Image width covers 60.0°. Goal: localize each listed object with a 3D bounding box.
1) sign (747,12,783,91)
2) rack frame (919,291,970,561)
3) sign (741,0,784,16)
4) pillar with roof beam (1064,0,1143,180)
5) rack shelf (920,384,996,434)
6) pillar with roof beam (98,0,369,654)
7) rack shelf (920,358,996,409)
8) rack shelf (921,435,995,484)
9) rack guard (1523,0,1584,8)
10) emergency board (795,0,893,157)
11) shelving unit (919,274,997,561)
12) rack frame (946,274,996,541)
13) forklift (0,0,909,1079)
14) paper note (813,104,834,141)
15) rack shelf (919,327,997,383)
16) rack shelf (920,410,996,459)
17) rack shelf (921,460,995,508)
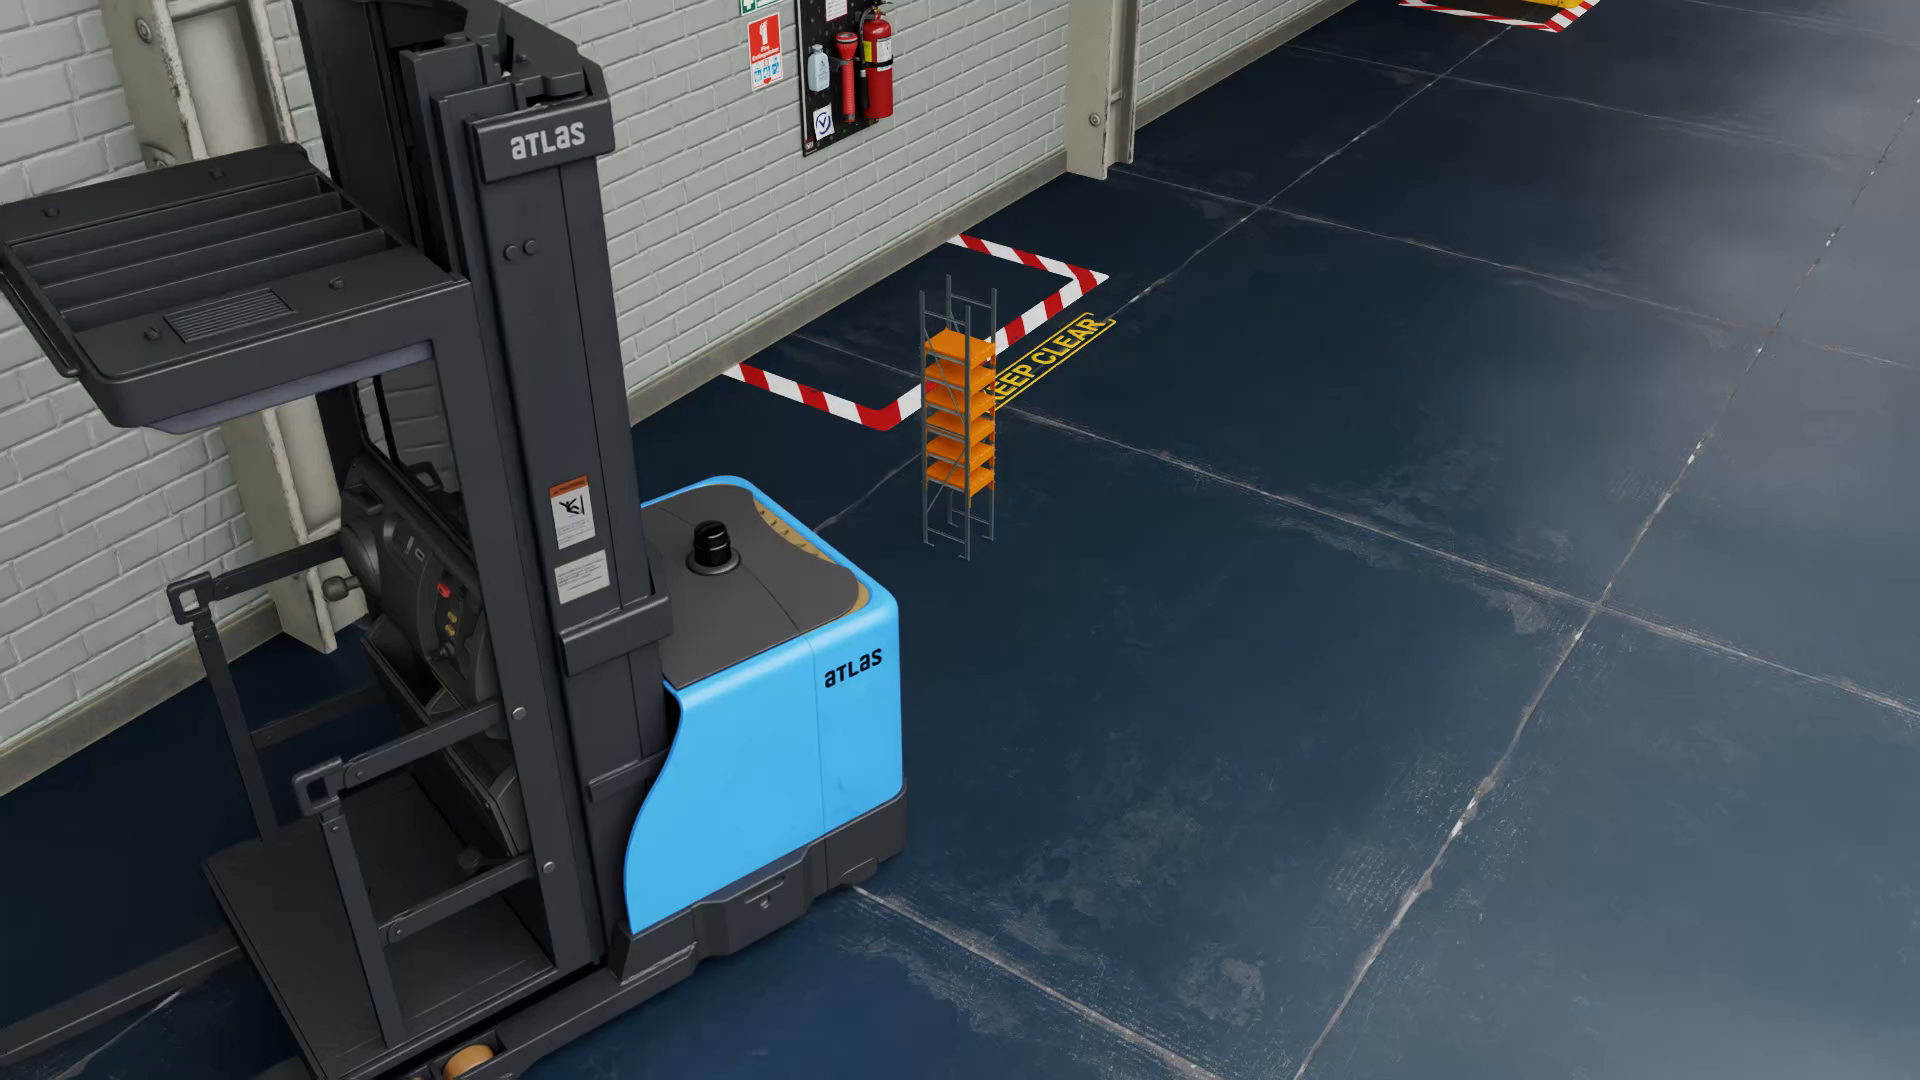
[{"bbox_3d":[-0.939,-2.359,8.028,0.001,0.329,0.234,21,39,28],"label":"sign"},{"bbox_3d":[-0.060,-0.448,6.842,0.240,1.200,0.006,21,39,28],"label":"rack frame"},{"bbox_3d":[-0.929,-2.577,7.879,0.001,0.109,0.331,21,39,28],"label":"sign"},{"bbox_3d":[4.438,-4.801,6.316,9.100,9.000,0.400,21,39,28],"label":"pillar with roof beam"},{"bbox_3d":[-0.008,-0.553,6.862,0.258,0.103,0.180,21,39,28],"label":"rack shelf"},{"bbox_3d":[1.017,-2.039,2.233,9.100,9.000,0.400,21,39,28],"label":"pillar with roof beam"},{"bbox_3d":[-0.008,-0.652,6.794,0.258,0.103,0.180,21,39,28],"label":"rack shelf"},{"bbox_3d":[-0.008,-0.354,6.996,0.258,0.103,0.180,21,39,28],"label":"rack shelf"},{"bbox_3d":[4.677,-4.853,13.980,1.175,0.500,0.348,21,39,28],"label":"rack guard"},{"bbox_3d":[-0.539,-2.565,8.366,0.194,1.169,0.643,21,39,28],"label":"emergency board"},{"bbox_3d":[-0.008,-0.490,6.904,0.258,1.200,0.189,21,39,28],"label":"shelving unit"},{"bbox_3d":[0.044,-0.532,6.966,0.240,1.200,0.006,21,39,28],"label":"rack frame"},{"bbox_3d":[-1.648,0.151,4.410,3.031,2.935,1.130,-24,41,-31],"label":"forklift"},{"bbox_3d":[-0.697,-2.141,8.525,0.016,0.148,0.142,21,39,28],"label":"paper note"},{"bbox_3d":[-0.008,-0.752,6.727,0.258,0.103,0.180,21,39,28],"label":"rack shelf"},{"bbox_3d":[-0.008,-0.454,6.929,0.258,0.103,0.180,21,39,28],"label":"rack shelf"},{"bbox_3d":[-0.008,-0.255,7.063,0.258,0.103,0.180,21,39,28],"label":"rack shelf"}]
